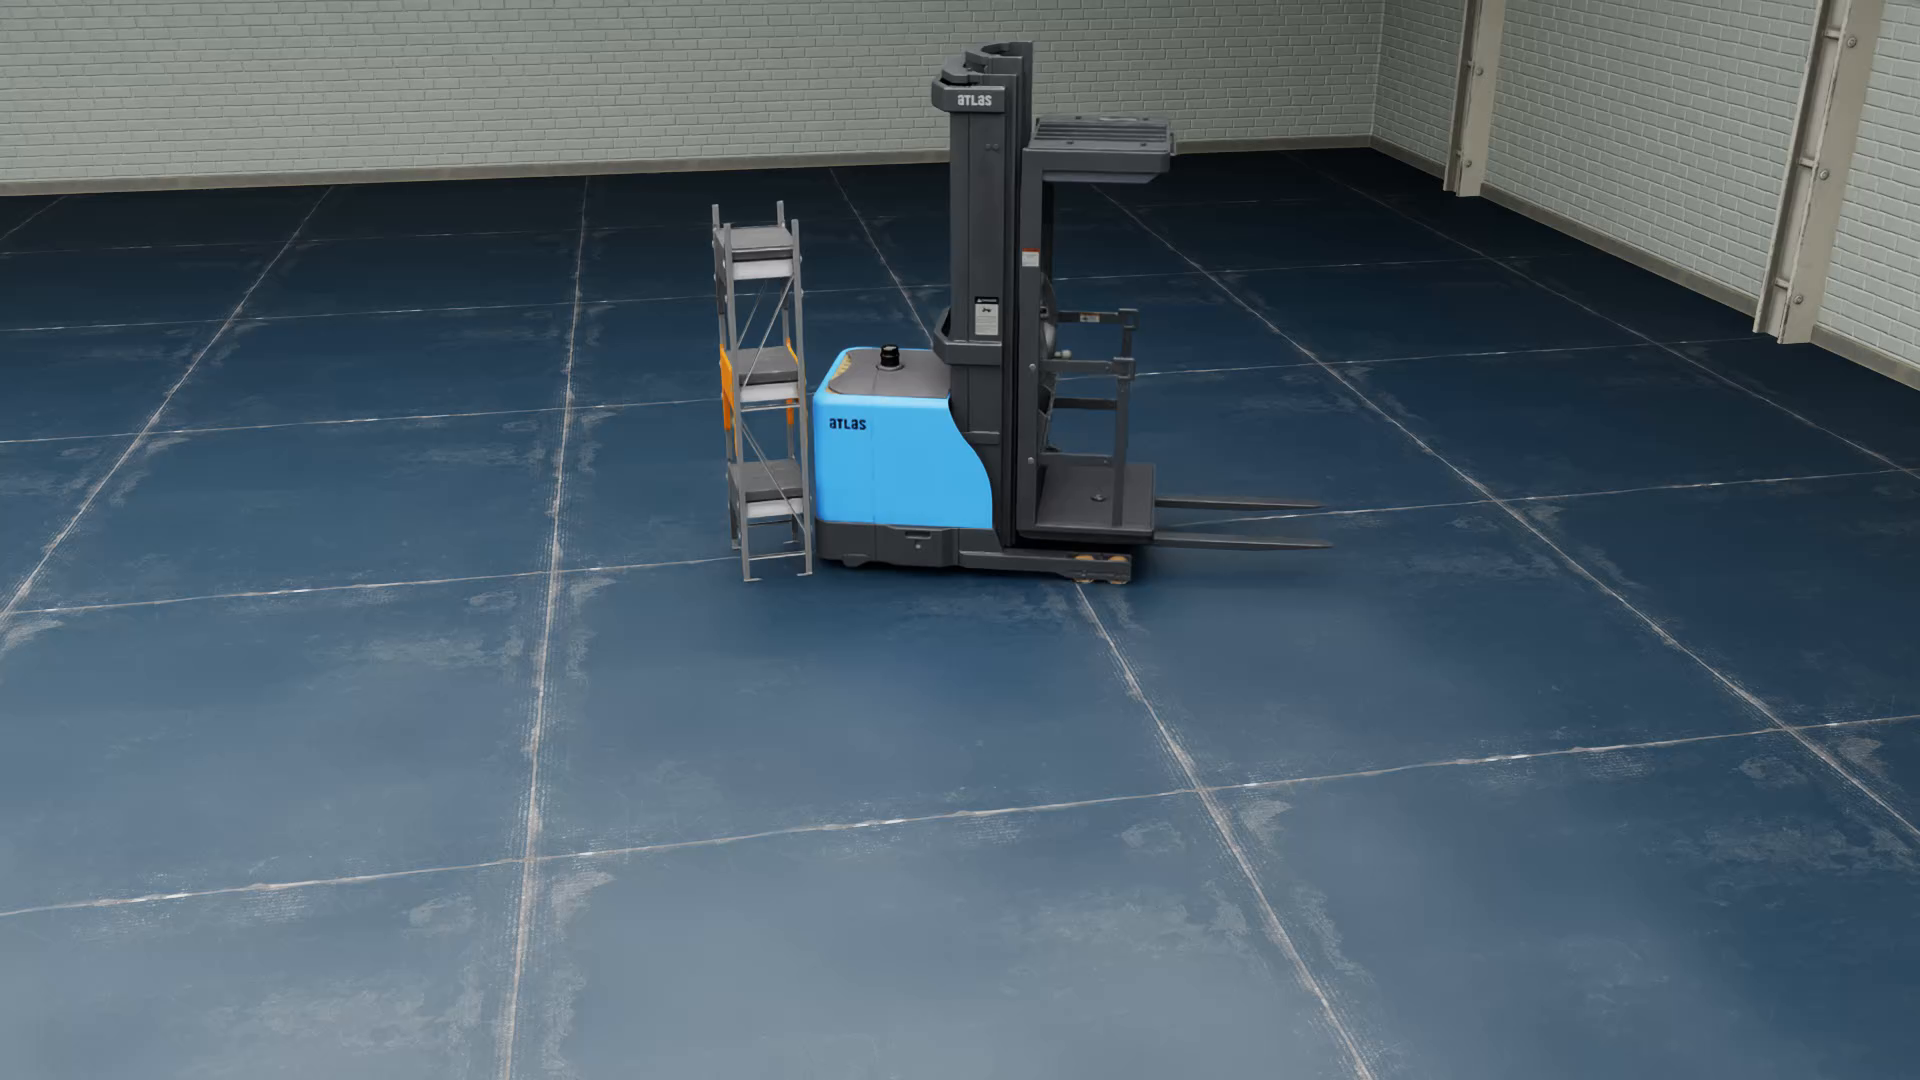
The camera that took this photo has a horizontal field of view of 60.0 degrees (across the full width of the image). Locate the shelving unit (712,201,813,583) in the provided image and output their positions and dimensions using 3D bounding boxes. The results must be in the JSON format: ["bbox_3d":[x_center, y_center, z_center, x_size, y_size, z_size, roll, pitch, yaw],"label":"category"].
[{"bbox_3d":[-1.127,-0.833,9.532,0.431,2.100,0.503,-6,24,-14],"label":"shelving unit"}]

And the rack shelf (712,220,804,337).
[{"bbox_3d":[-1.127,-1.463,9.259,0.431,0.518,0.480,-6,24,-14],"label":"rack shelf"}]

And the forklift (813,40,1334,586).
[{"bbox_3d":[0.696,-1.305,9.576,3.031,2.935,1.130,3,24,6],"label":"forklift"}]

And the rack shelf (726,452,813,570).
[{"bbox_3d":[-1.126,-0.178,9.816,0.431,0.518,0.480,-6,24,-14],"label":"rack shelf"}]

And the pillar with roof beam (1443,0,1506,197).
[{"bbox_3d":[1.705,-7.910,17.118,9.100,9.000,0.400,-4,24,-10],"label":"pillar with roof beam"}]

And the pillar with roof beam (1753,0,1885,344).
[{"bbox_3d":[2.814,-5.550,11.714,9.100,9.000,0.400,-4,24,-10],"label":"pillar with roof beam"}]

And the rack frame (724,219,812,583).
[{"bbox_3d":[-1.064,-0.739,9.315,0.400,2.100,0.015,-6,24,-14],"label":"rack frame"}]

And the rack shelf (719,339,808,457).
[{"bbox_3d":[-1.127,-0.820,9.537,0.431,0.518,0.480,-6,24,-14],"label":"rack shelf"}]

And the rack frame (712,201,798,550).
[{"bbox_3d":[-1.190,-0.927,9.748,0.400,2.100,0.015,-6,24,-14],"label":"rack frame"}]
